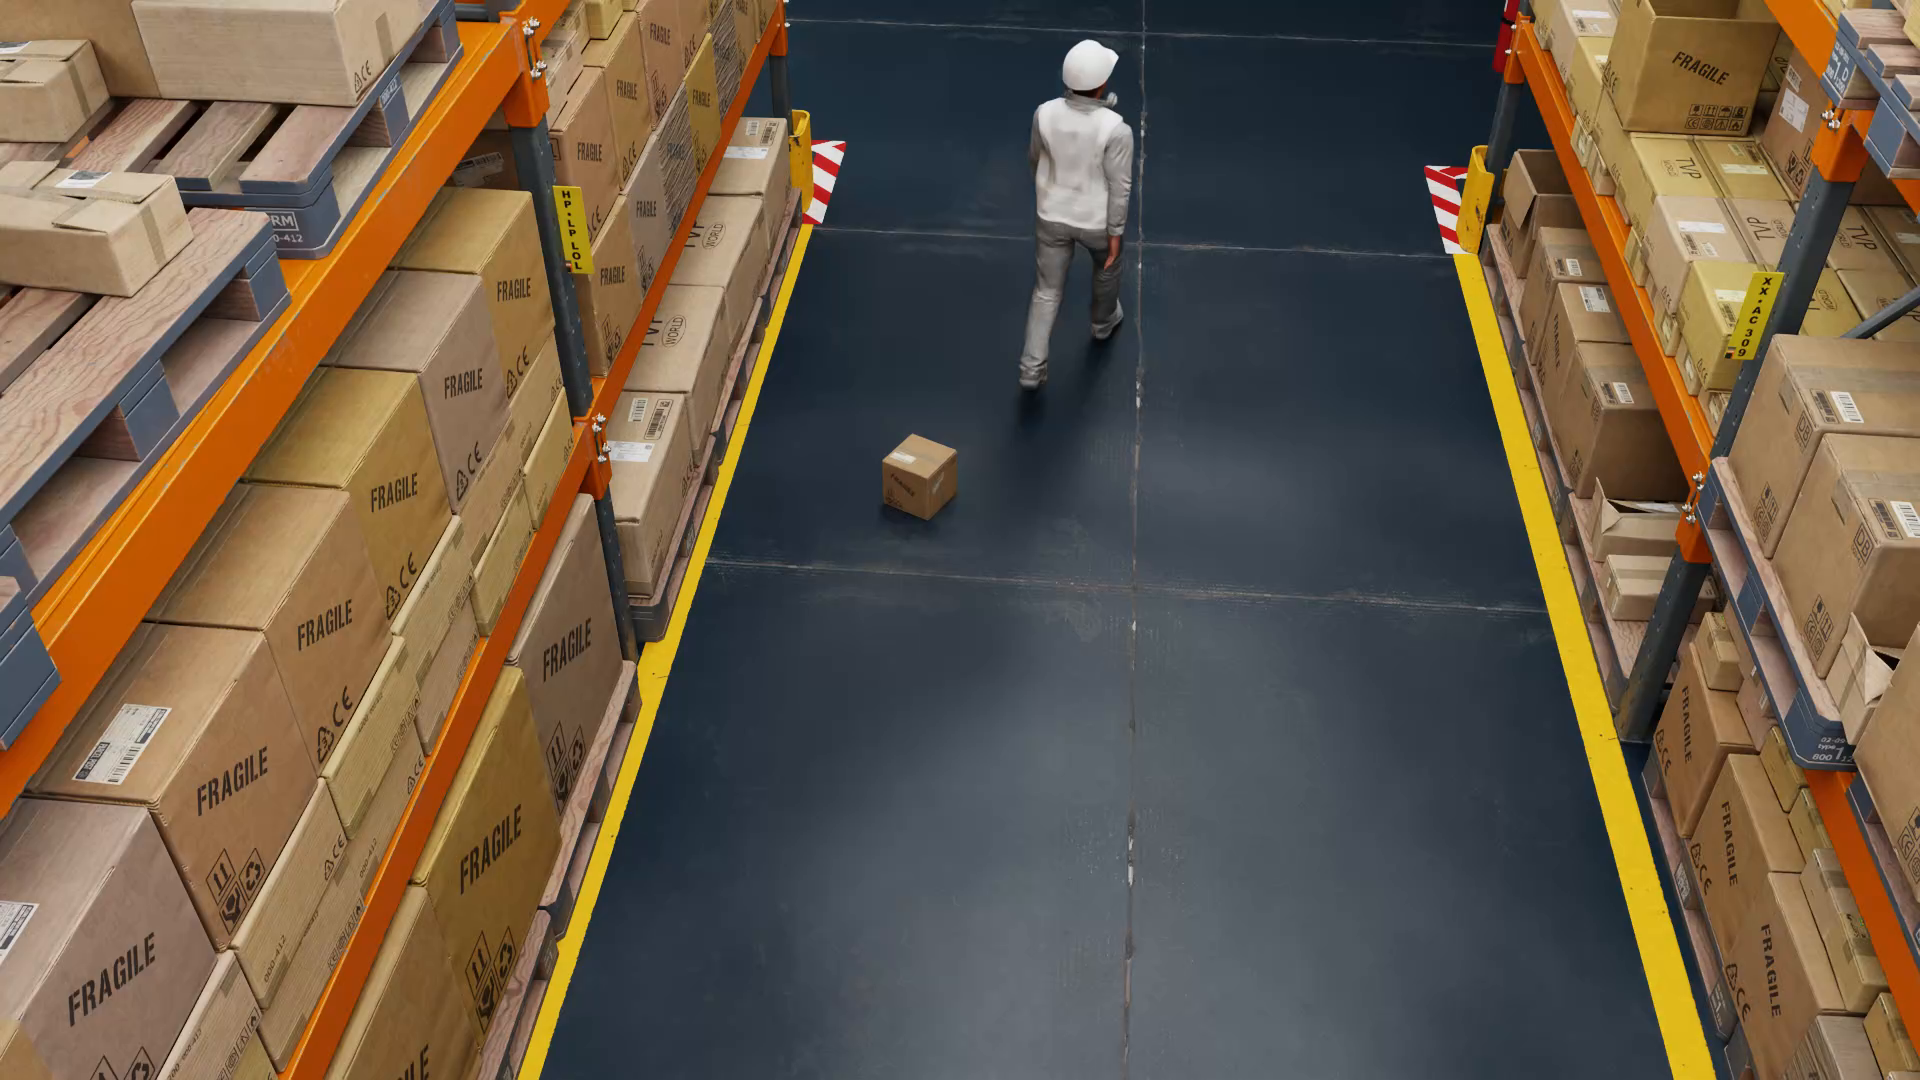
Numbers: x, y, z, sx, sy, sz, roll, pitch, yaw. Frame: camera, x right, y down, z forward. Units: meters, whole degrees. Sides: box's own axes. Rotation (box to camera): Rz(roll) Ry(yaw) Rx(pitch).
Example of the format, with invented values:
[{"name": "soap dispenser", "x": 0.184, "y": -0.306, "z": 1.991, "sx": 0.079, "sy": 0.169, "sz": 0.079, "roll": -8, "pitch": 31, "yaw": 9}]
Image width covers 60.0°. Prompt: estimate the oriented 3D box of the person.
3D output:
[{"name": "person", "x": 0.576, "y": -1.598, "z": 8.058, "sx": 0.550, "sy": 1.726, "sz": 1.039, "roll": 13, "pitch": 41, "yaw": 15}]
